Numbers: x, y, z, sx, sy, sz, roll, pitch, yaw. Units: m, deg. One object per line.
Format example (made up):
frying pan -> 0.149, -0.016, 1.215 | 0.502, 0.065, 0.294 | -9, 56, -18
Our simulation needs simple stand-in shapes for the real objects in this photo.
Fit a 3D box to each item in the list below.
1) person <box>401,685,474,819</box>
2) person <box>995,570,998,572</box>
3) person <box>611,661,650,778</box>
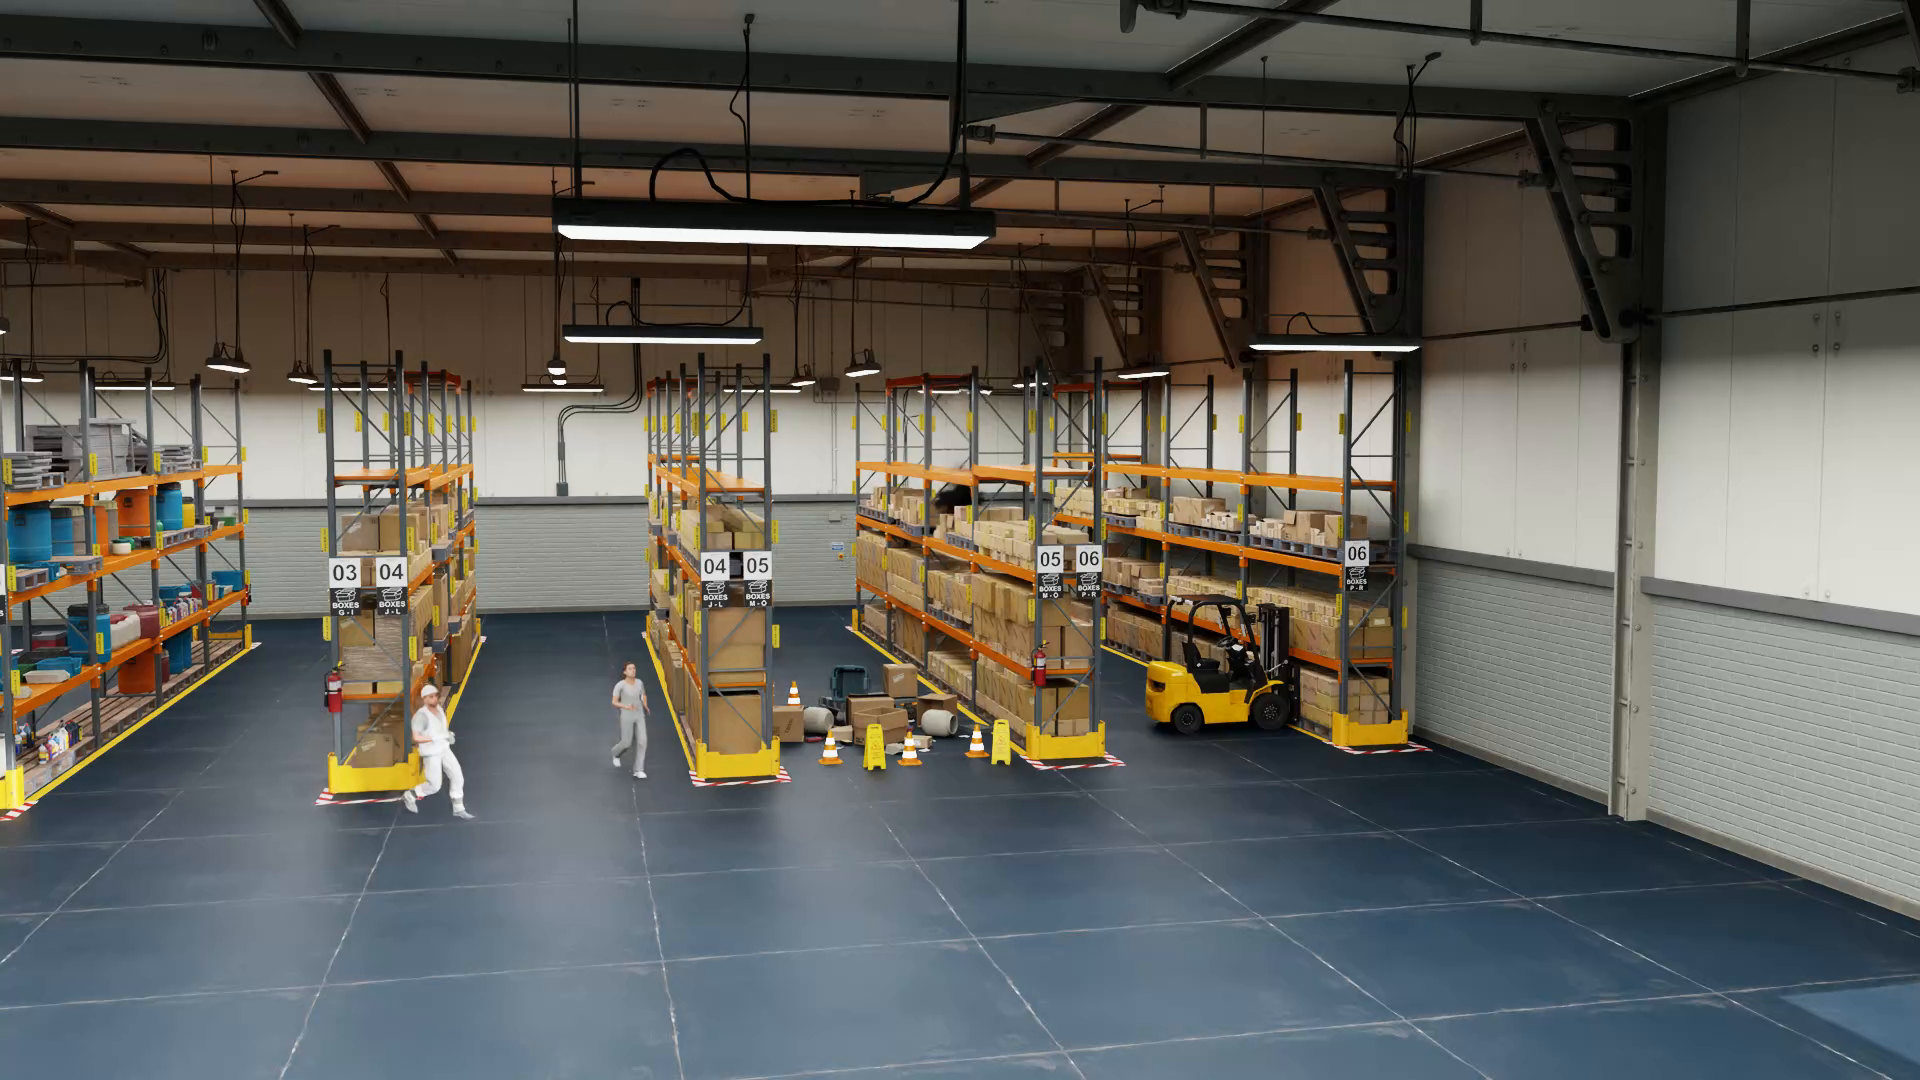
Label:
person -> -6.666, 2.693, 20.988 | 0.858, 1.754, 0.689 | 1, 4, 18
person -> 0.755, 1.561, 37.196 | 0.638, 1.786, 0.747 | -2, 4, -26
person -> -4.684, 2.538, 23.684 | 0.584, 1.632, 0.797 | -3, 5, -39
